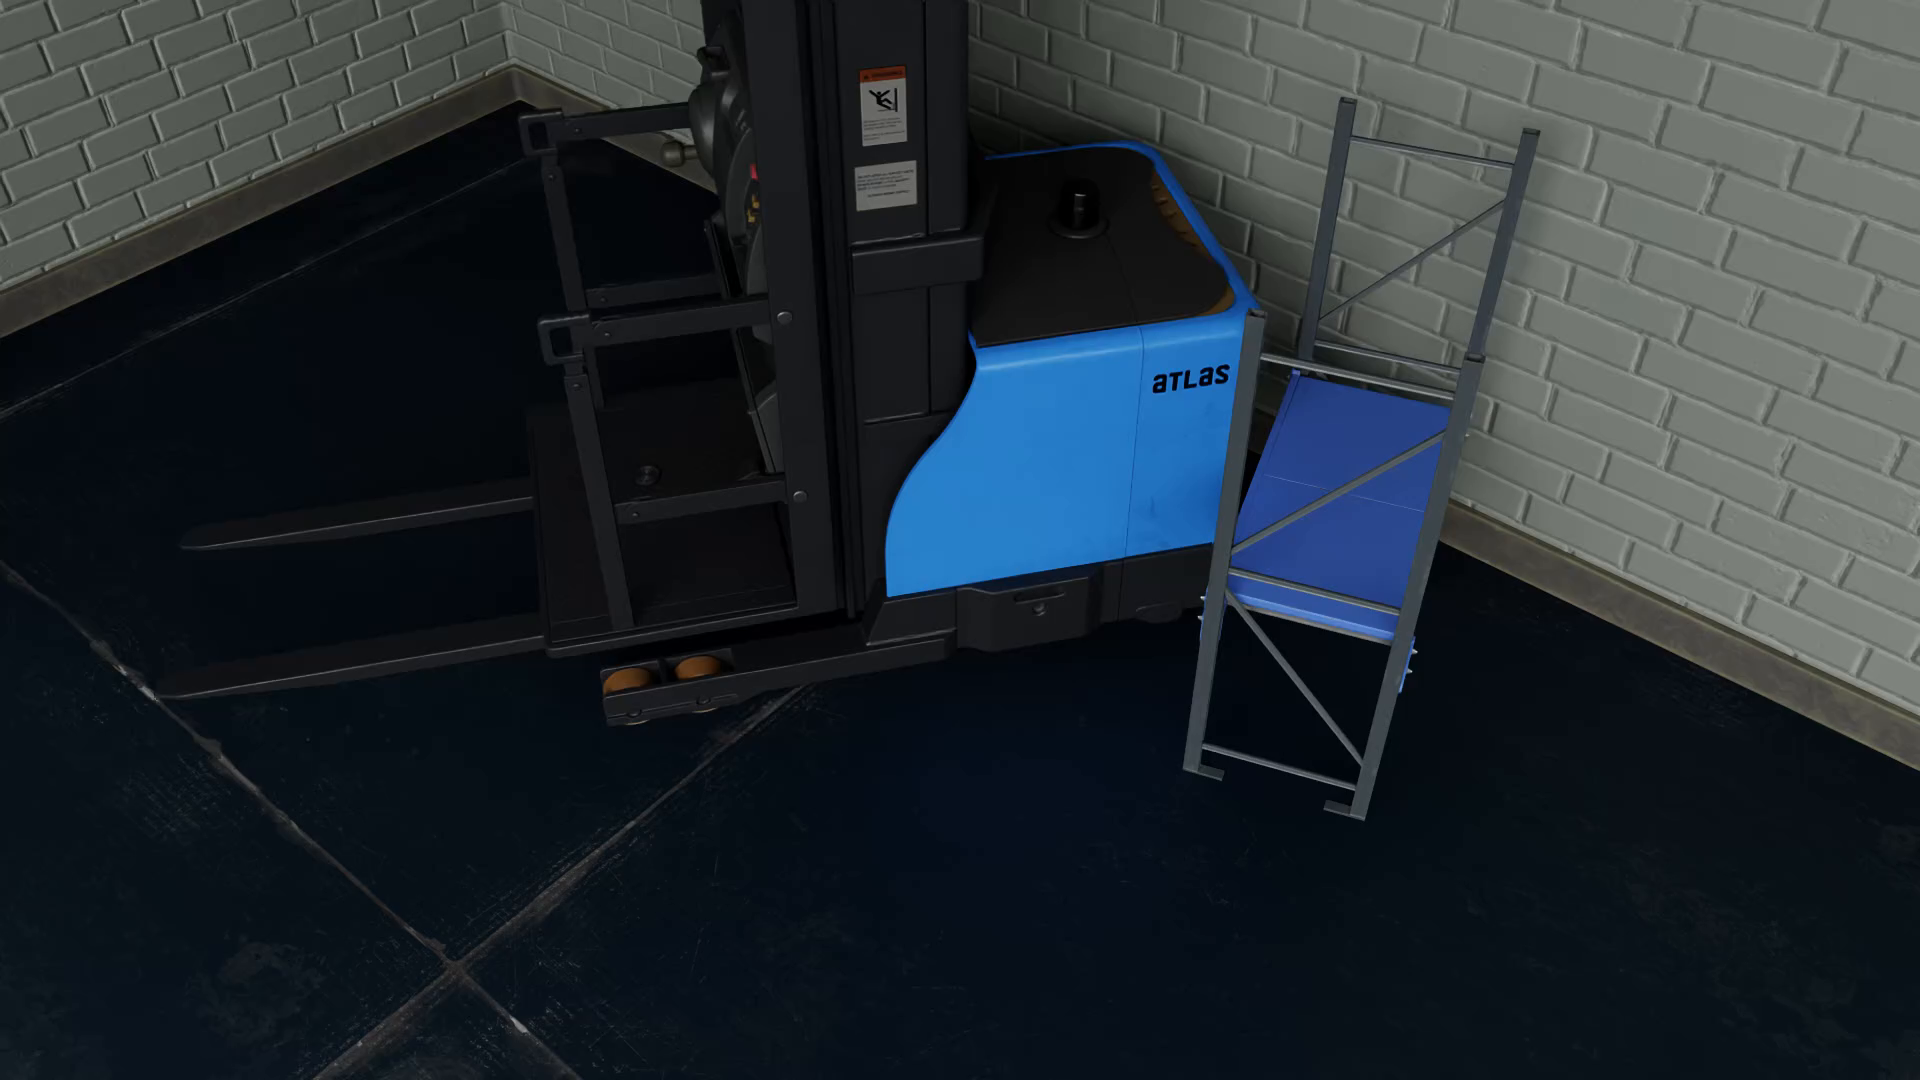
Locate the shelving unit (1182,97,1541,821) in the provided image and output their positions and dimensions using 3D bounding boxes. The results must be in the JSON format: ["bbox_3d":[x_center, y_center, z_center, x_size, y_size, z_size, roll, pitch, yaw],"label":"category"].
[{"bbox_3d":[1.028,-0.195,4.350,0.538,1.500,1.048,14,44,15],"label":"shelving unit"}]

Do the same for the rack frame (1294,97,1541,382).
[{"bbox_3d":[1.208,-0.515,4.702,0.500,1.500,0.032,14,44,15],"label":"rack frame"}]

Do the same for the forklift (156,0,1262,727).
[{"bbox_3d":[-0.763,-0.957,4.124,3.031,2.935,1.130,-9,43,-10],"label":"forklift"}]

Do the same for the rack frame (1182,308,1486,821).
[{"bbox_3d":[0.849,0.124,3.998,0.500,1.500,0.032,14,44,15],"label":"rack frame"}]

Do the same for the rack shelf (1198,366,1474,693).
[{"bbox_3d":[1.028,-0.062,4.471,0.538,0.185,1.000,14,44,15],"label":"rack shelf"}]
